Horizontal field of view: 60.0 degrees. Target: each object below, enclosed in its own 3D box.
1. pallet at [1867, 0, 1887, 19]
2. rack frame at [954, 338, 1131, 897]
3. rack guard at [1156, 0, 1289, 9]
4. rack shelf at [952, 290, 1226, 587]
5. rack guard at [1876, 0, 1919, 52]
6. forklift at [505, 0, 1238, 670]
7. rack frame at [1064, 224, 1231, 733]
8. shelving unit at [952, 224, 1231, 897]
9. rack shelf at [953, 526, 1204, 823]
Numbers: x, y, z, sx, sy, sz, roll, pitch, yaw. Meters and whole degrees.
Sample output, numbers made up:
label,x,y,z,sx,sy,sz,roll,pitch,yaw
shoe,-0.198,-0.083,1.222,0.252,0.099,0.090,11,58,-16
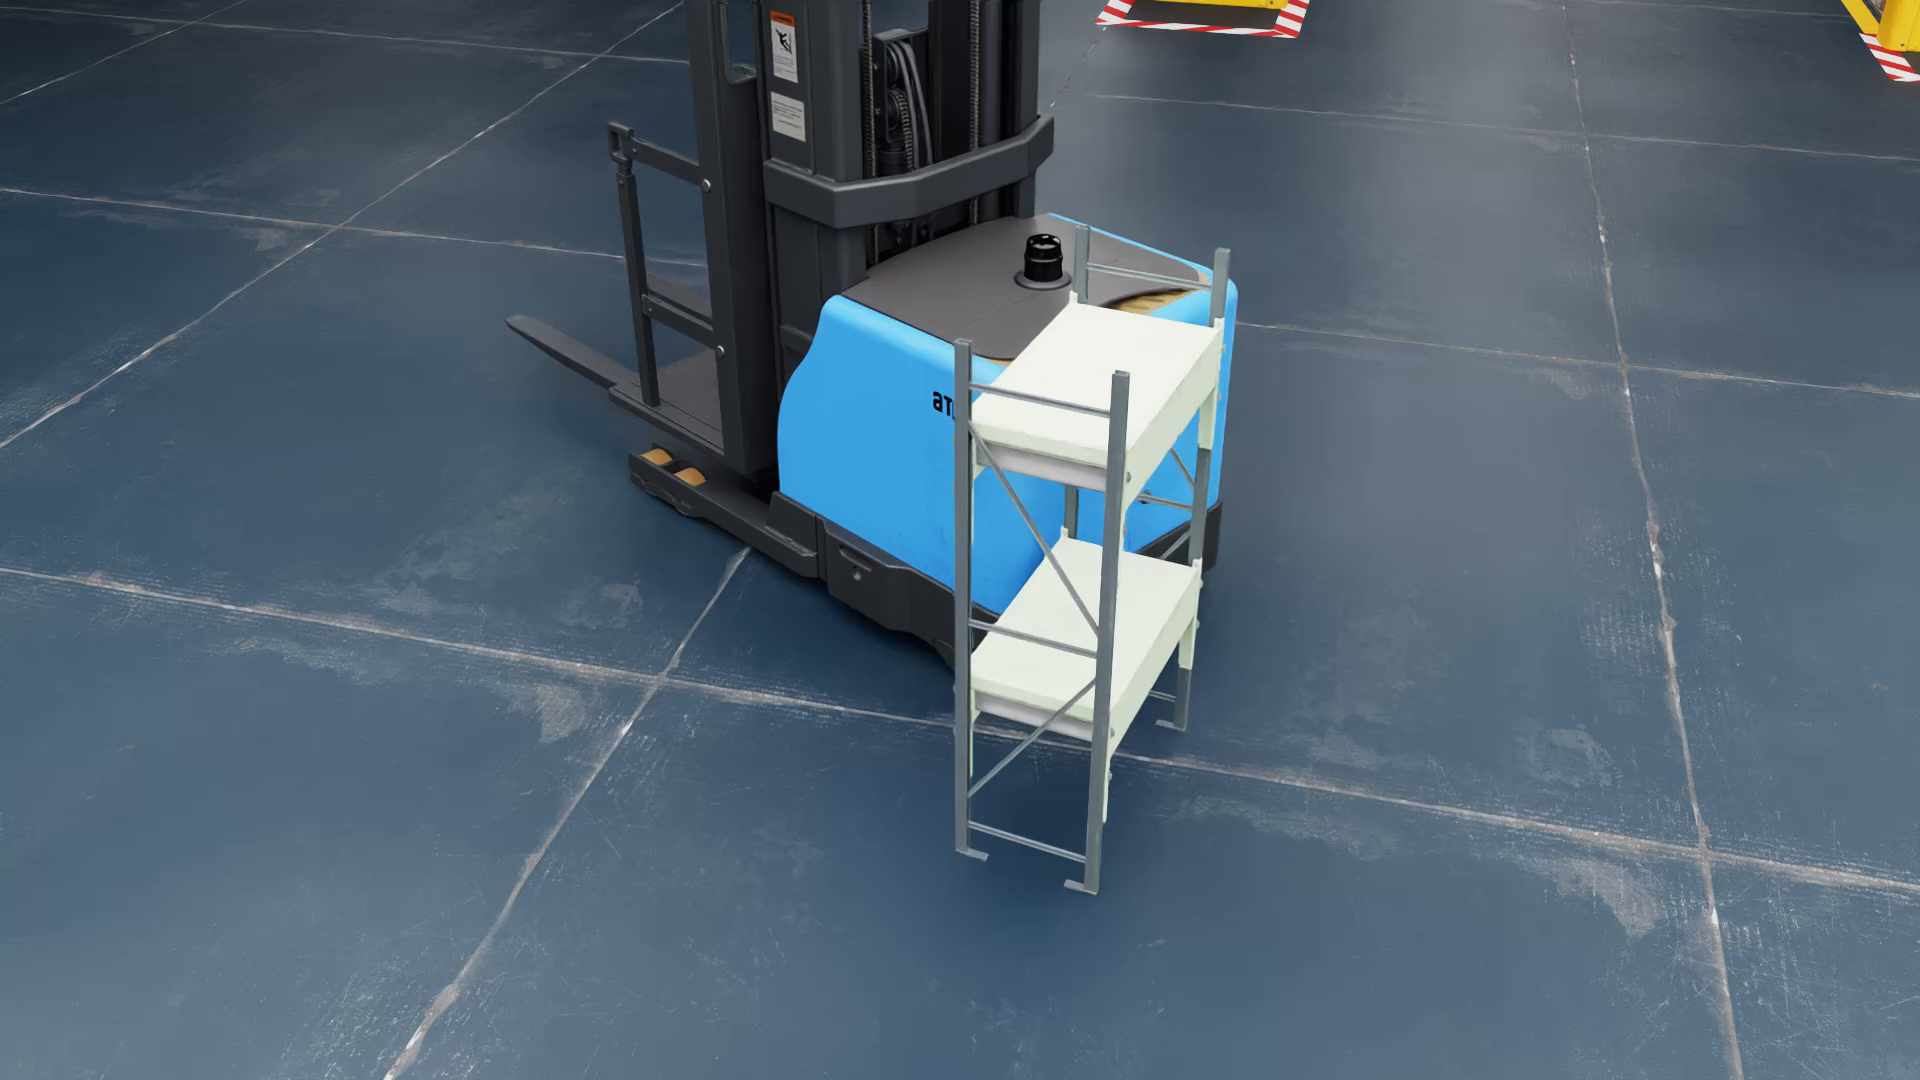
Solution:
label,x,y,z,sx,sy,sz,roll,pitch,yaw
pallet,6.809,-3.675,11.334,1.003,0.211,1.213,8,33,12
rack frame,0.174,0.240,3.975,0.400,1.500,0.023,14,35,20
rack guard,1.733,-4.061,11.672,1.175,0.500,0.348,8,33,12
rack shelf,0.326,-0.268,4.047,0.431,0.370,0.720,14,35,20
rack guard,6.569,-3.380,10.601,1.175,0.500,0.348,8,33,12
forklift,-0.544,-1.497,5.372,1.130,2.935,3.031,-28,42,-37
rack frame,0.478,-0.118,4.537,0.400,1.500,0.023,14,35,20
shelving unit,0.326,0.061,4.256,0.431,1.500,0.755,14,35,20
rack shelf,0.326,0.336,4.431,0.431,0.370,0.720,14,35,20
